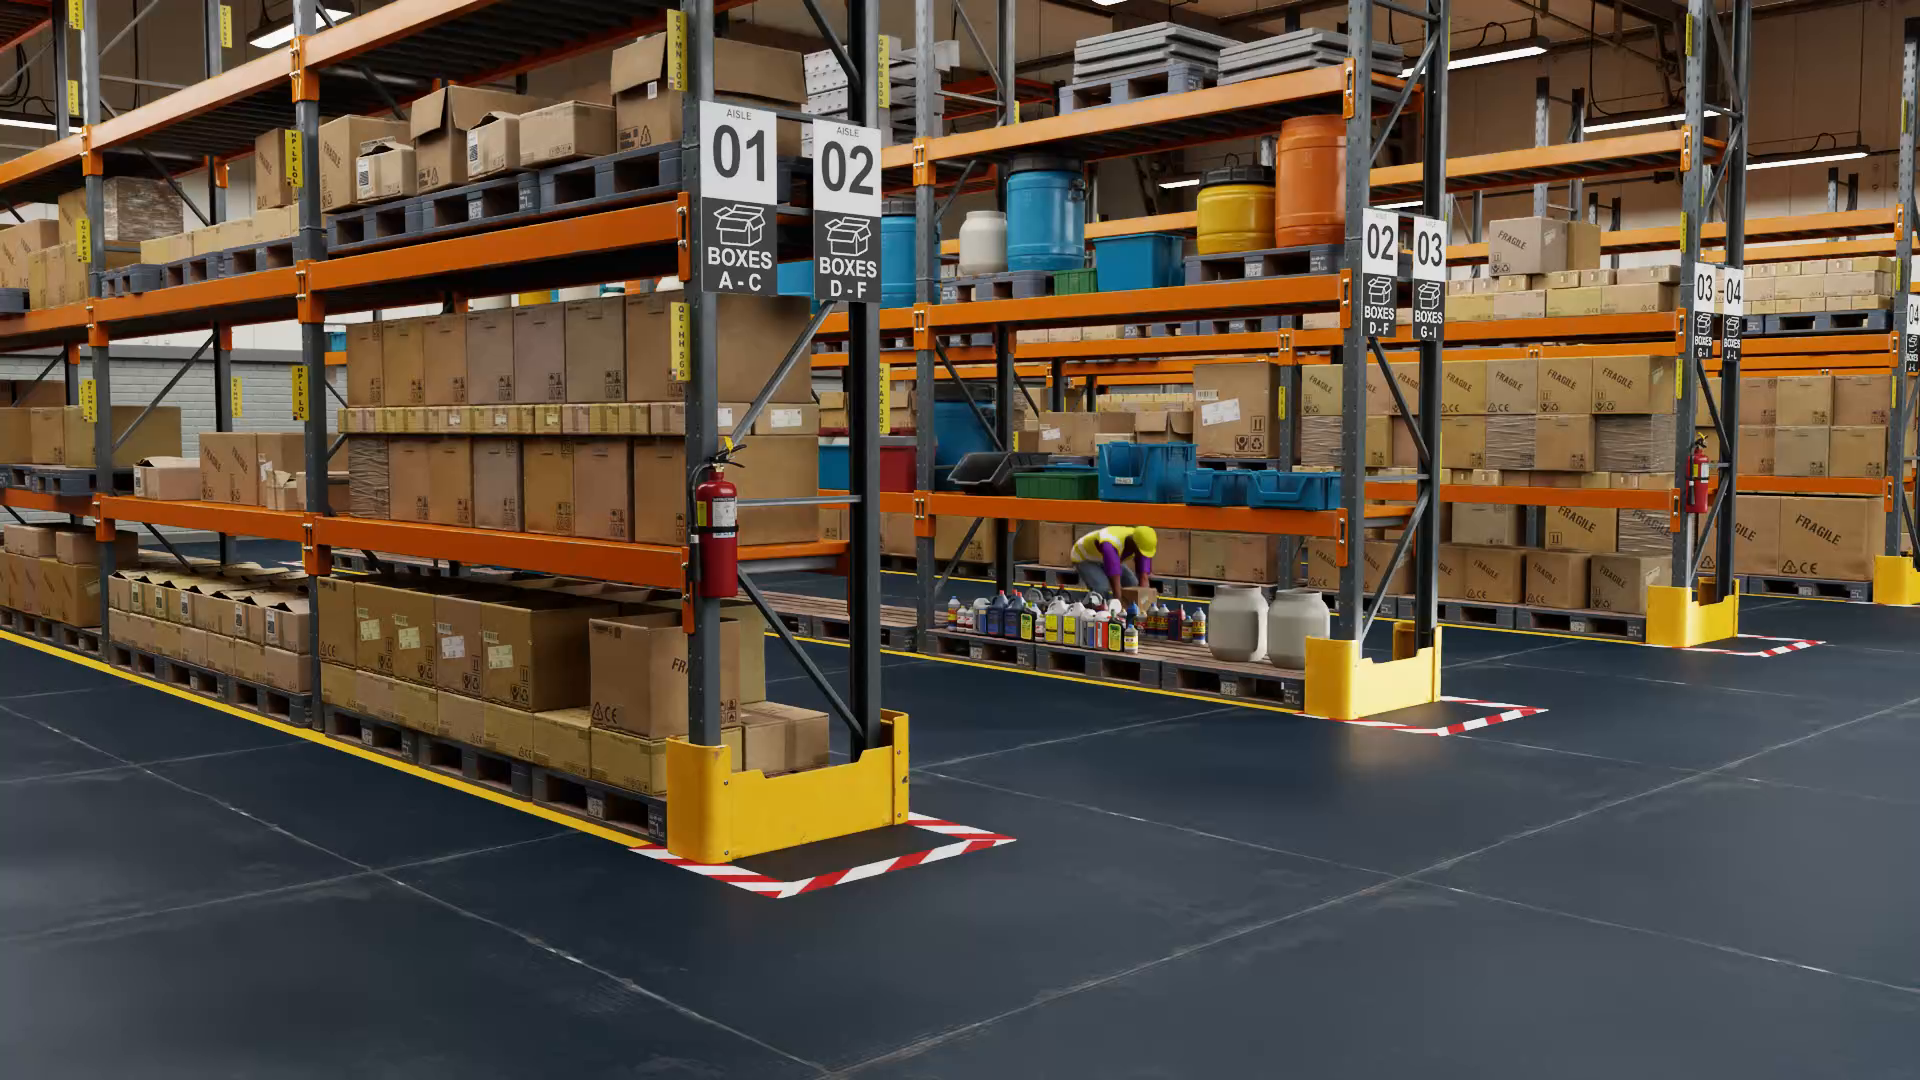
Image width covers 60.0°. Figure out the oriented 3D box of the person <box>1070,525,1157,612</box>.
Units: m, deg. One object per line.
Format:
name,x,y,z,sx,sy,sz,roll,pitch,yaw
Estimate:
person,1.376,0.350,14.509,0.523,1.014,0.960,-2,5,-32
